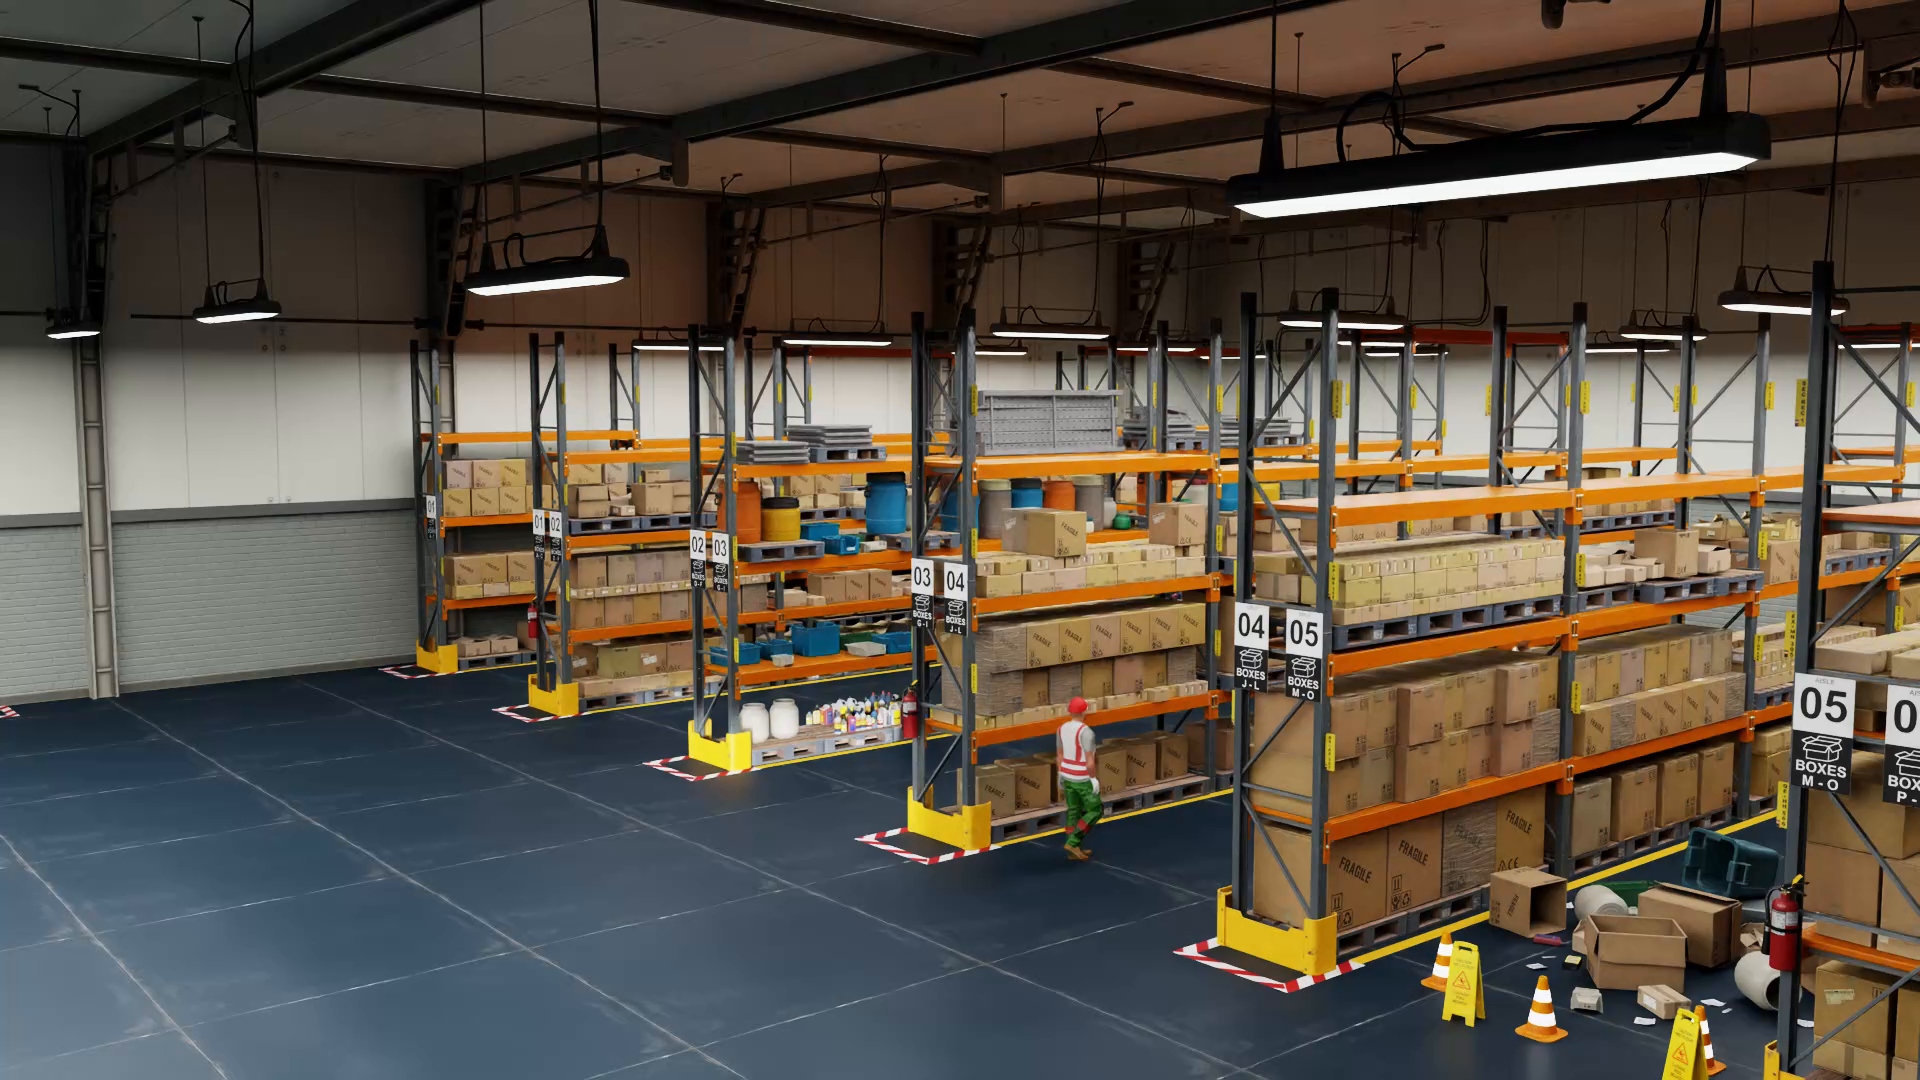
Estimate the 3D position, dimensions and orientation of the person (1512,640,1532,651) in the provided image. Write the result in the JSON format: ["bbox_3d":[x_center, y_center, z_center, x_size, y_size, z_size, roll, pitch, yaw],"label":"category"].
[{"bbox_3d":[7.908,2.108,23.517,1.069,1.721,0.651,-4,7,-37],"label":"person"}]

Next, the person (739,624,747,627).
[{"bbox_3d":[-4.089,1.498,30.852,0.544,1.659,0.520,4,7,37],"label":"person"}]

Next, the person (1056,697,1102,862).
[{"bbox_3d":[1.259,2.604,18.118,0.479,1.793,0.577,-3,6,-33],"label":"person"}]
